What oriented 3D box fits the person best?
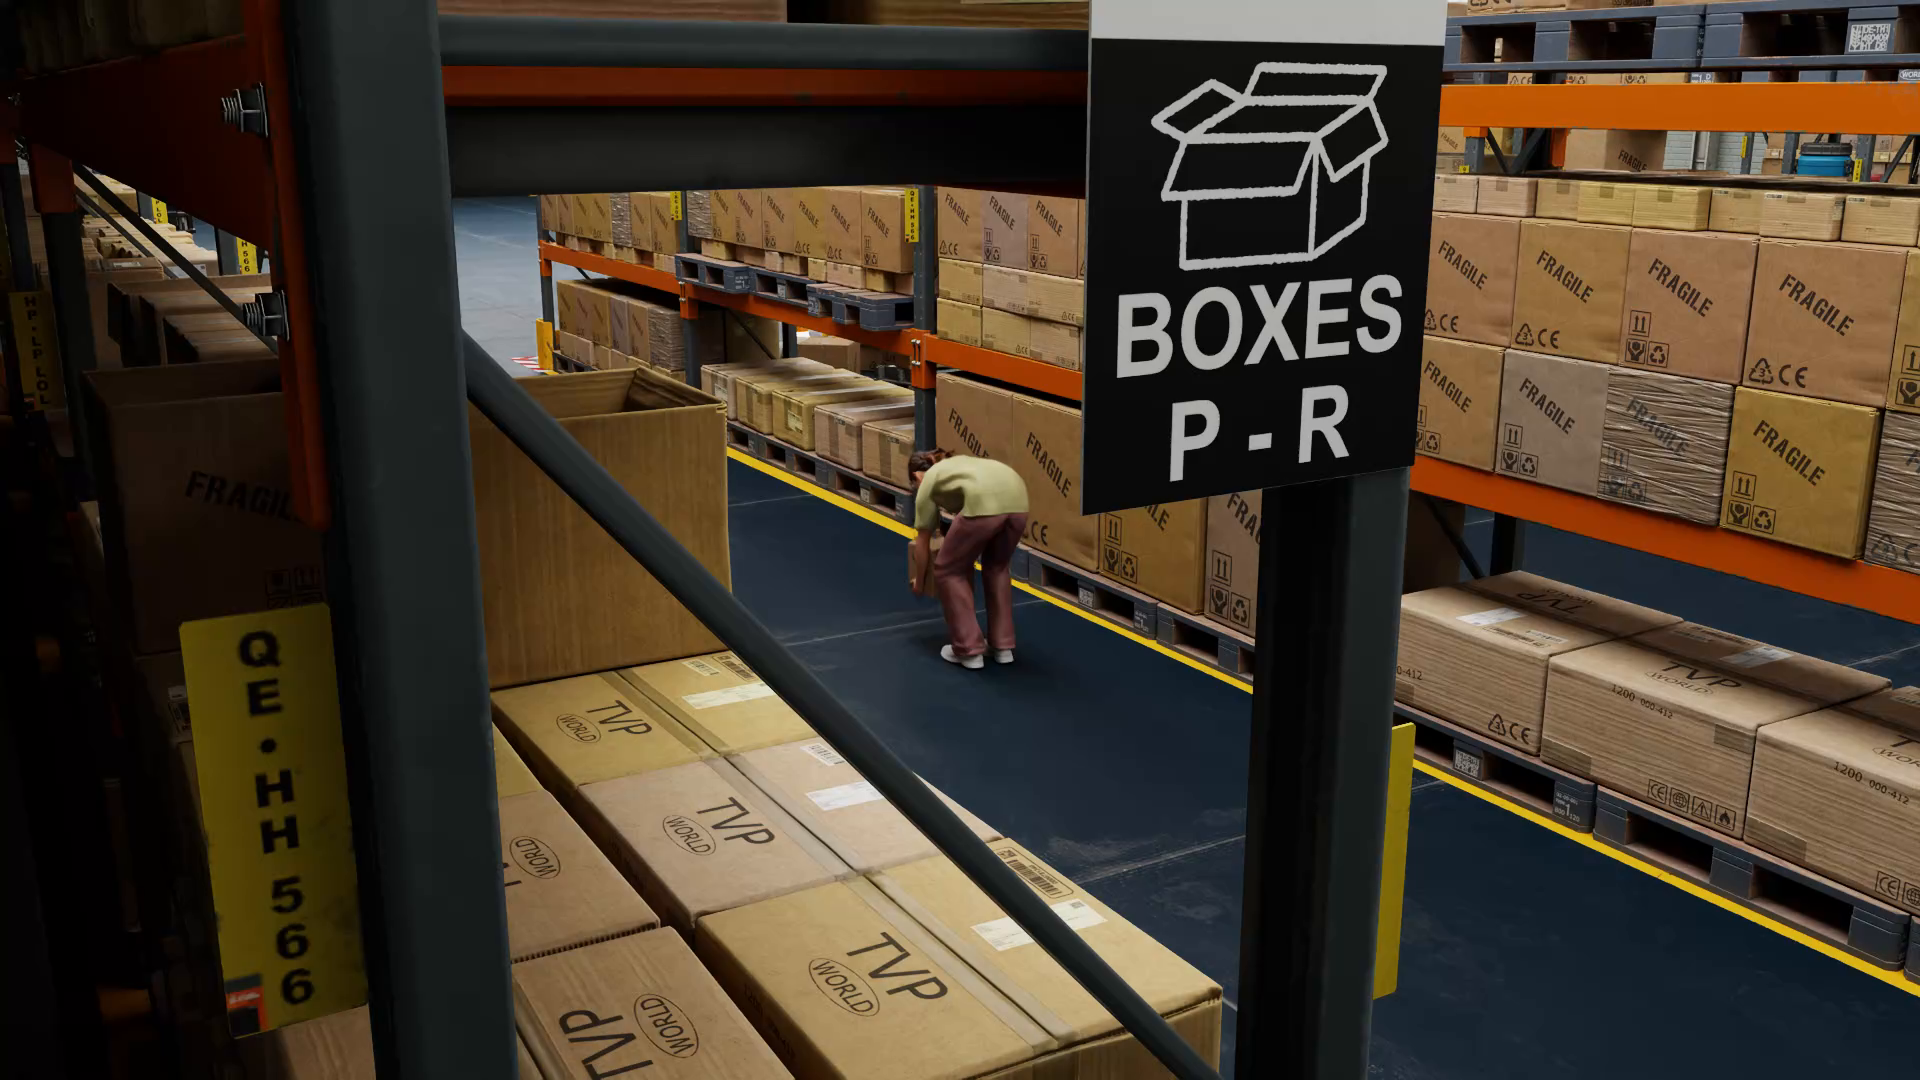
[{"bbox_3d":[0.009,0.068,8.408,0.416,1.051,0.872,-10,18,-32],"label":"person"}]
